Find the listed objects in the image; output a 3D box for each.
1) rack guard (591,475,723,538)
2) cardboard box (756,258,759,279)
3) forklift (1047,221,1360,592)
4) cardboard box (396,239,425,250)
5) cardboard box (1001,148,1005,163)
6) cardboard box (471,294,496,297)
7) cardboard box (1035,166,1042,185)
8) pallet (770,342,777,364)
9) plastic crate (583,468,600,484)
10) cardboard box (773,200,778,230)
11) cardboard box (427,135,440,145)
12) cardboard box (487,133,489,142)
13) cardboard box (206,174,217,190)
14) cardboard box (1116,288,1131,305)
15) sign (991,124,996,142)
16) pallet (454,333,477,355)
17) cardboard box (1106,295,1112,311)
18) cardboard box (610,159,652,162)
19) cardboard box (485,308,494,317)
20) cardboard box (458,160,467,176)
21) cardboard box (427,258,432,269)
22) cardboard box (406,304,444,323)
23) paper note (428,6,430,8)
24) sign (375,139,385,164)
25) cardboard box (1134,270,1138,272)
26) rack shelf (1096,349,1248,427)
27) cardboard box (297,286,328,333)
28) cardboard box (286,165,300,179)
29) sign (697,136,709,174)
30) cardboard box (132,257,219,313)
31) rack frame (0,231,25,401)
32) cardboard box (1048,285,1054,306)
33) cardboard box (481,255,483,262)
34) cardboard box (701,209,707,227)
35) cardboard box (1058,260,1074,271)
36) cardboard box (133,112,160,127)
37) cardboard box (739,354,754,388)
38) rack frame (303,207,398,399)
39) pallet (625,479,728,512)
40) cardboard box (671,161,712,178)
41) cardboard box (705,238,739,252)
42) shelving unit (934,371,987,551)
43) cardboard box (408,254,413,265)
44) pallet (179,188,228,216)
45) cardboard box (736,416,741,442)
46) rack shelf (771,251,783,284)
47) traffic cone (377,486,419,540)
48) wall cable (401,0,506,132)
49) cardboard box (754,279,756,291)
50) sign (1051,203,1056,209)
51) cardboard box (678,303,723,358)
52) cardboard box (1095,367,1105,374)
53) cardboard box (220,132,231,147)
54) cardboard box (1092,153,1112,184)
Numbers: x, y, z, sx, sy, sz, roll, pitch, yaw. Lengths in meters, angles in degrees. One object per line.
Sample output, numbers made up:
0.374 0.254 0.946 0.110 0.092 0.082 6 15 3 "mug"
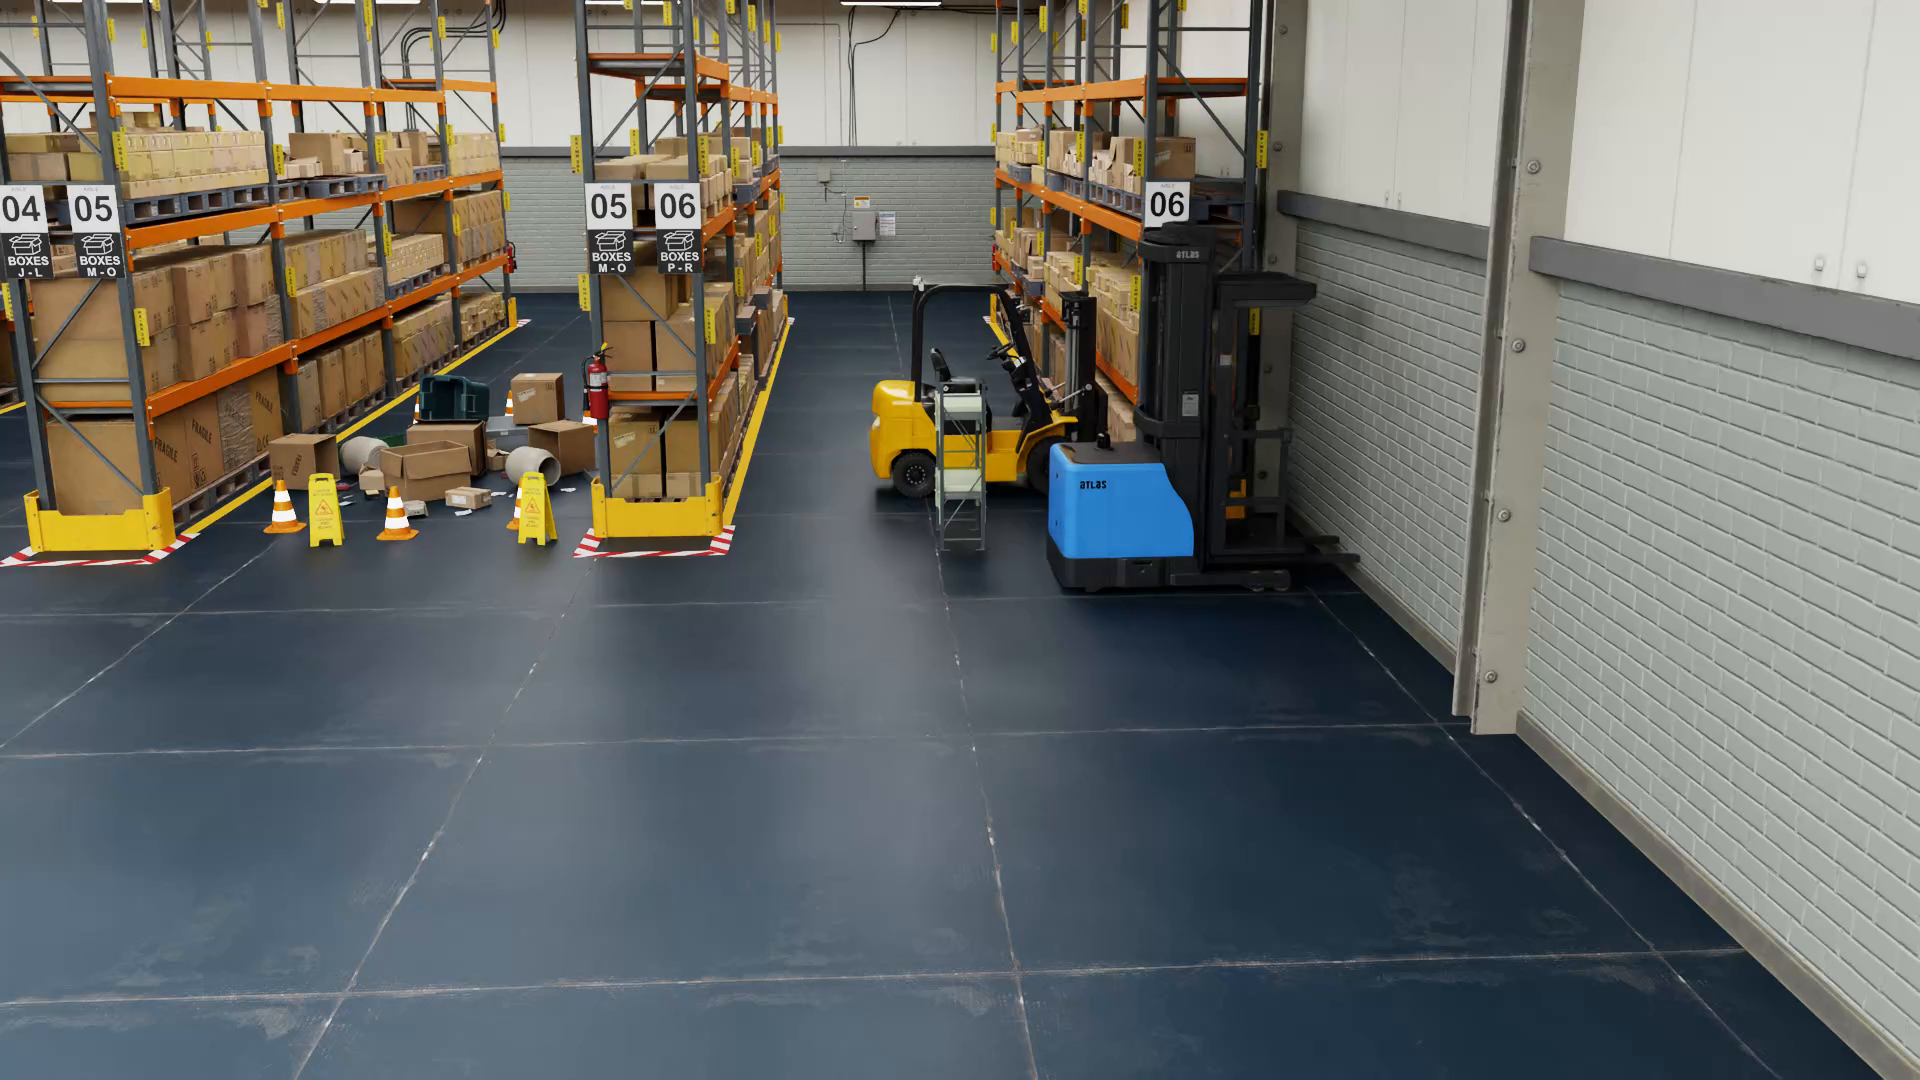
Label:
-2.809 -0.315 15.469 1.175 0.500 0.348 -1 14 -3 "rack guard"
-3.084 -3.795 23.278 0.500 0.250 0.500 -1 14 -4 "cardboard box"
2.297 -1.126 13.742 3.031 2.935 1.130 -1 14 -5 "forklift"
-8.202 -4.404 24.816 0.380 0.149 0.250 -1 14 -5 "cardboard box"
0.985 -6.719 29.028 0.500 0.250 0.500 -1 14 -5 "cardboard box"
-8.485 -4.304 29.641 0.380 0.149 0.250 -1 14 -2 "cardboard box"
1.348 -5.202 23.731 0.500 0.250 0.500 -1 14 -3 "cardboard box"
-3.424 -2.949 26.289 1.003 0.211 1.213 -1 14 -3 "pallet"
-3.773 -0.684 17.748 0.402 0.080 0.583 -6 16 -23 "plastic crate"
-3.438 -5.649 28.979 0.500 0.500 0.500 -1 14 -4 "cardboard box"
-8.258 -6.280 26.117 0.380 0.149 0.250 -1 14 -4 "cardboard box"
-8.477 -7.058 29.141 0.380 0.149 0.250 -1 14 -3 "cardboard box"
-7.549 -3.517 16.341 0.380 0.149 0.250 -1 14 -4 "cardboard box"
1.760 -2.428 16.567 0.380 0.149 0.250 -1 14 -2 "cardboard box"
0.617 -7.431 30.336 0.100 0.325 0.005 -1 14 -3 "sign"
-8.558 -3.205 27.283 1.003 0.211 1.213 -1 14 -3 "pallet"
1.735 -2.473 17.339 0.380 0.149 0.250 -1 14 -5 "cardboard box"
-3.248 -3.684 16.432 0.380 0.149 0.250 -1 14 -2 "cardboard box"
-8.333 -3.966 28.926 0.380 0.149 0.250 -1 14 -3 "cardboard box"
-8.287 -6.013 26.881 0.500 0.250 0.500 -1 14 -4 "cardboard box"
-8.214 -4.186 25.161 0.380 0.149 0.250 -2 15 -6 "cardboard box"
-8.165 -3.436 25.252 0.500 0.250 0.500 0 14 -1 "cardboard box"
-9.213 -9.245 28.847 0.001 0.032 0.123 -1 14 -3 "paper note"
-7.679 -5.142 22.000 0.100 0.325 0.005 -1 14 -3 "sign"
2.116 -3.162 20.015 0.380 0.149 0.250 -1 14 -4 "cardboard box"
2.026 -1.733 17.408 1.077 0.370 4.000 -1 14 -3 "rack shelf"
-7.782 -2.708 19.556 0.500 0.500 0.500 -1 14 -3 "cardboard box"
-7.802 -4.244 19.166 0.250 0.149 0.380 -1 14 -3 "cardboard box"
-2.262 -3.391 14.634 0.100 0.325 0.005 -1 14 -3 "sign"
-7.910 -2.500 16.477 0.875 0.550 0.500 -1 14 -3 "cardboard box"
-13.190 -3.343 22.222 1.000 3.000 0.127 -1 14 -3 "rack frame"
1.464 -3.261 22.207 0.500 0.250 0.500 -1 14 -5 "cardboard box"
-8.435 -4.864 28.638 0.380 0.149 0.250 -1 15 -6 "cardboard box"
-2.500 -2.925 15.082 0.380 0.149 0.250 -1 14 -3 "cardboard box"
1.471 -3.531 21.452 0.380 0.149 0.250 -1 14 -2 "cardboard box"
-13.571 -6.946 27.458 0.500 0.250 0.500 -1 14 -5 "cardboard box"
-3.274 -2.286 22.545 0.950 0.372 0.625 -2 15 -7 "cardboard box"
-8.234 -3.394 22.422 1.000 3.000 0.127 -1 14 -3 "rack frame"
-2.824 -0.377 16.292 1.003 0.211 1.213 -1 14 -3 "pallet"
-2.549 -3.504 15.733 0.380 0.149 0.250 -1 14 -4 "cardboard box"
-2.898 -3.602 20.288 0.380 0.149 0.250 0 14 0 "cardboard box"
0.000 -0.725 15.057 0.431 1.500 0.755 -1 14 -3 "shelving unit"
-8.144 -4.064 24.088 0.380 0.149 0.250 -1 14 -4 "cardboard box"
-7.873 -3.303 16.225 1.003 0.211 1.213 -1 14 -3 "pallet"
-2.747 -1.230 18.685 0.500 0.250 0.500 0 14 -1 "cardboard box"
-3.671 -4.640 28.706 1.077 0.370 4.000 -1 14 -3 "rack shelf"
-5.205 -0.263 15.343 0.336 0.463 0.334 -1 14 -3 "traffic cone"
-10.596 -11.255 34.479 2.277 5.999 0.120 -1 14 -3 "wall cable"
-2.895 -3.372 21.998 0.380 0.149 0.250 -1 14 -4 "cardboard box"
1.714 -6.280 30.681 0.100 0.325 0.005 -1 14 -3 "sign"
-2.624 -2.076 16.502 0.500 0.500 0.500 -1 14 -5 "cardboard box"
1.619 -1.809 18.931 0.500 0.250 0.500 -1 14 -4 "cardboard box"
-7.581 -4.030 16.736 0.380 0.149 0.250 -1 14 -3 "cardboard box"
1.711 -4.029 18.006 0.500 0.311 0.500 -1 14 -2 "cardboard box"
